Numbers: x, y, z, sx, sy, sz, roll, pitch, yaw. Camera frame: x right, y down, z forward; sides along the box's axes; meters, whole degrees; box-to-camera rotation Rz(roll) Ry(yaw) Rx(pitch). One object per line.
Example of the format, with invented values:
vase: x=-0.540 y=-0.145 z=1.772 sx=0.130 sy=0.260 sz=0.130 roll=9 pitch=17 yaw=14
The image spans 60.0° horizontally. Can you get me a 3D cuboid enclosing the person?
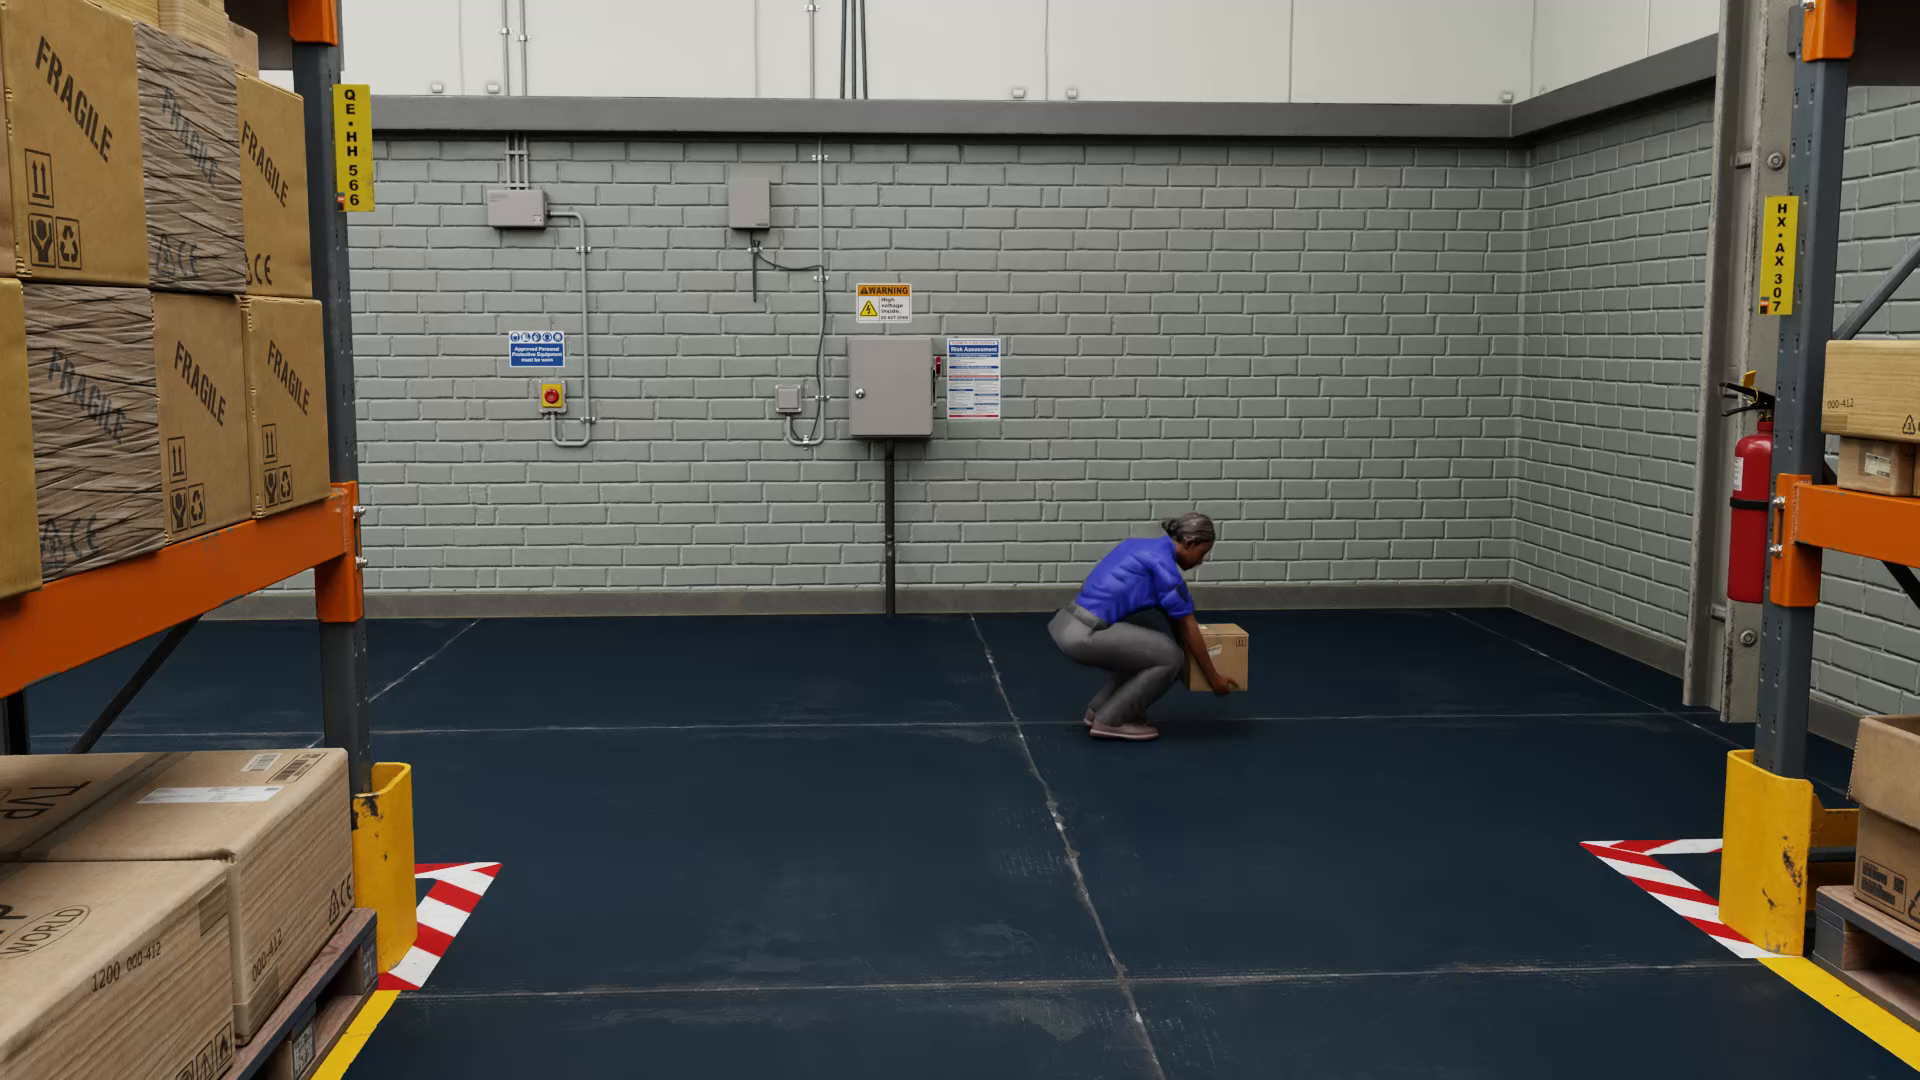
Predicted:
person: x=0.785 y=0.369 z=7.198 sx=0.813 sy=0.960 sz=0.458 roll=-1 pitch=7 yaw=-5
